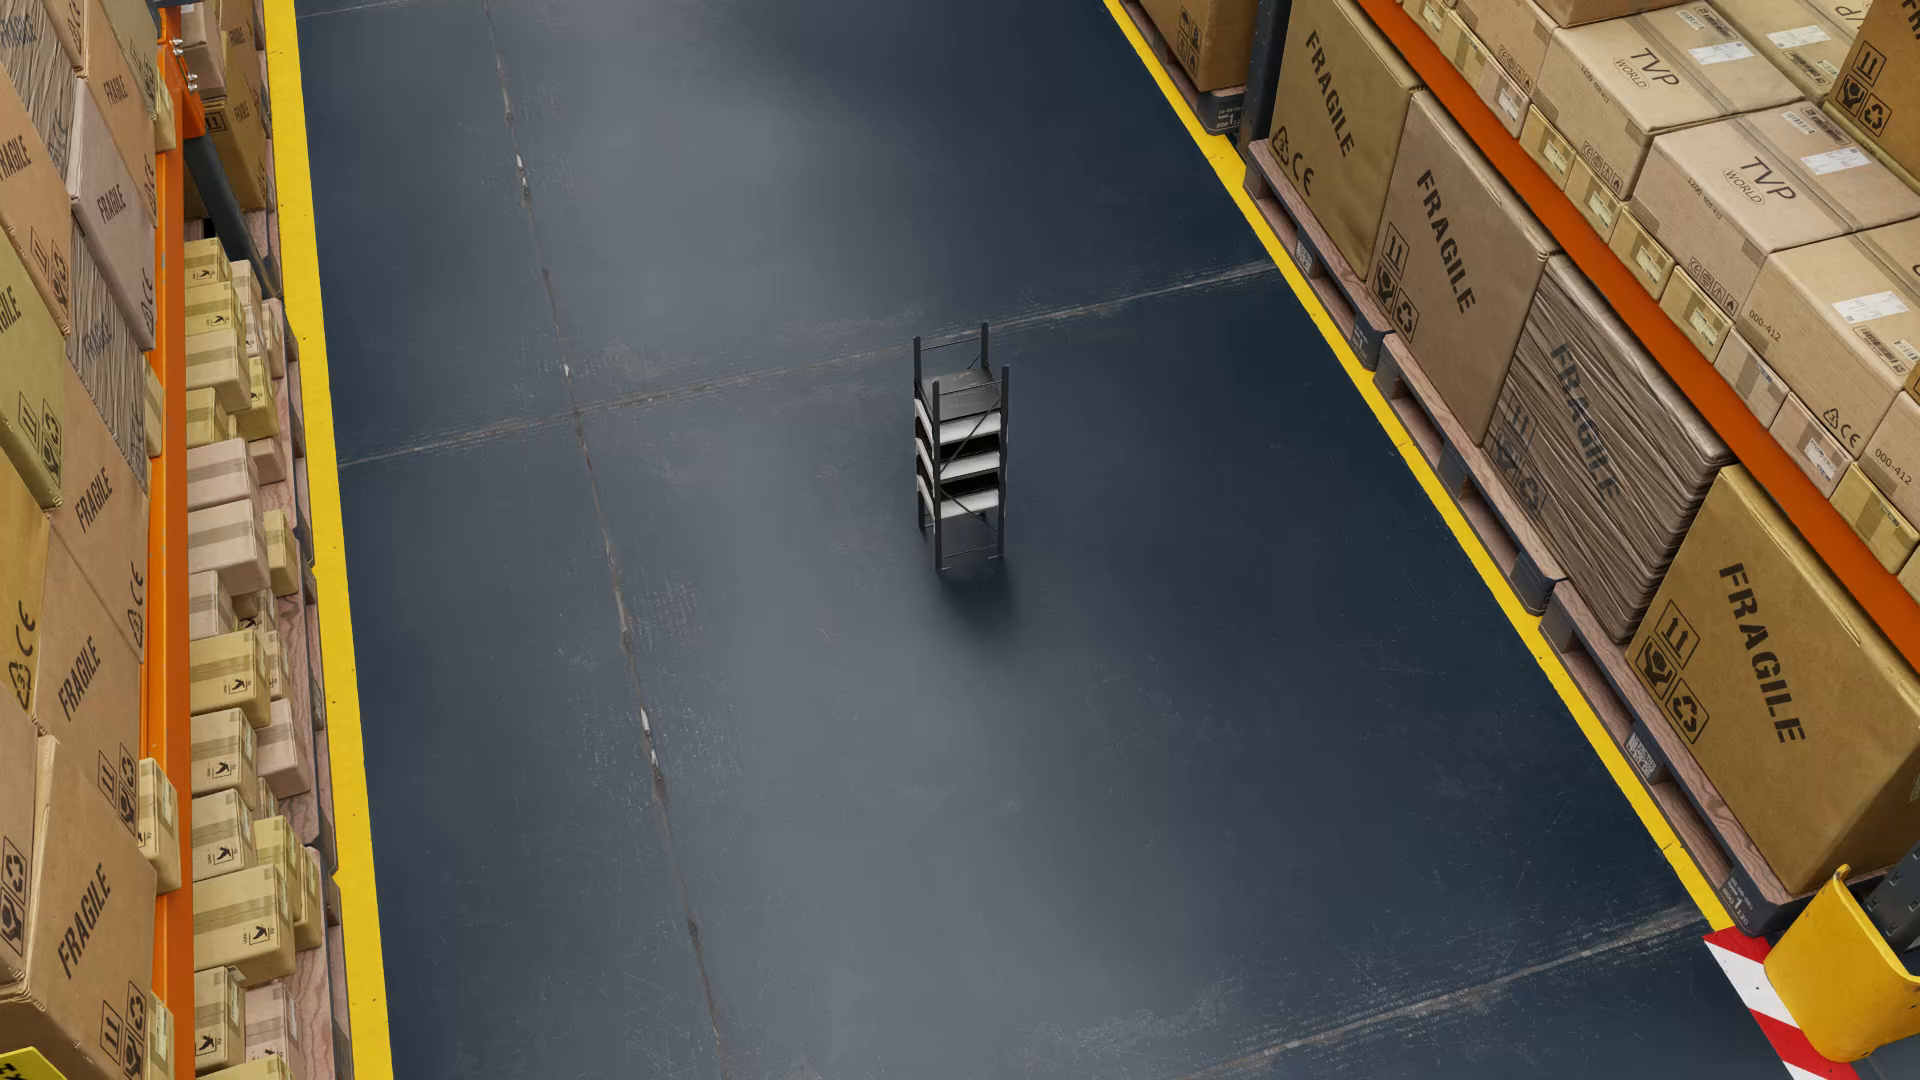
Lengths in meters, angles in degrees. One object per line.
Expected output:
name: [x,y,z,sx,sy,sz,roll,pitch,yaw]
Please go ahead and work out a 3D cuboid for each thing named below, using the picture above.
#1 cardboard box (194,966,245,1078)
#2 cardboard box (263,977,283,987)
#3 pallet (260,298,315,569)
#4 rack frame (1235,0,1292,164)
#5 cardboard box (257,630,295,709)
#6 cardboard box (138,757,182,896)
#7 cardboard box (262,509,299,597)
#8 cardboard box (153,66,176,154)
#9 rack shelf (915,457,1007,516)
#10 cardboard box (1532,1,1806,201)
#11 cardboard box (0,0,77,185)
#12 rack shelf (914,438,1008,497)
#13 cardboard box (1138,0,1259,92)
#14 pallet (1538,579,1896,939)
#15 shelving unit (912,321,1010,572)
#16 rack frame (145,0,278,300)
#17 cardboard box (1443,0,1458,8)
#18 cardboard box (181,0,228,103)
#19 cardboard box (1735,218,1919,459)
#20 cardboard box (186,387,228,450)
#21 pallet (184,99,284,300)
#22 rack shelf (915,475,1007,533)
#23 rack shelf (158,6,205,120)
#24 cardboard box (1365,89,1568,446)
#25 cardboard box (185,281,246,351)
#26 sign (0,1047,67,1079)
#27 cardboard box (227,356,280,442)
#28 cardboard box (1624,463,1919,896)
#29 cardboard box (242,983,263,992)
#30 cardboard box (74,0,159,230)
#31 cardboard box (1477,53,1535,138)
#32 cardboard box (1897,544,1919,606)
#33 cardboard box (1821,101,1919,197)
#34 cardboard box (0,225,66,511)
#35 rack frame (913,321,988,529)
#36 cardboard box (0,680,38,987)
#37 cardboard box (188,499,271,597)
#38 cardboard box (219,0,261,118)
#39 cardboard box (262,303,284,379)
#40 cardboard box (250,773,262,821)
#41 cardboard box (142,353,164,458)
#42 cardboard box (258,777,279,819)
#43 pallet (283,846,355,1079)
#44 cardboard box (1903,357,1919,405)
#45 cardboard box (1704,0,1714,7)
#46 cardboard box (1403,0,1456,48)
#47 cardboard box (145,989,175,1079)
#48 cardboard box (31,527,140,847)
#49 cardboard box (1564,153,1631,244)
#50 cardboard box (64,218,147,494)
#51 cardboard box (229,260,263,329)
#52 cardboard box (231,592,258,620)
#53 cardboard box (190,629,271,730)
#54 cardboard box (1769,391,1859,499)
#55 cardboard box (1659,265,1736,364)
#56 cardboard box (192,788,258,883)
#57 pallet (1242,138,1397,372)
cardboard box: [-1.928,1.207,3.972,0.380,0.149,0.250,-12,51,-10]
cardboard box: [-1.985,1.225,4.346,0.380,0.149,0.250,-13,51,-11]
pallet: [-2.851,-0.292,5.858,1.003,0.211,1.213,-13,51,-11]
rack frame: [1.684,-2.721,6.082,1.000,3.000,0.127,-13,51,-11]
cardboard box: [-2.220,0.450,4.998,0.380,0.149,0.250,-13,51,-11]
cardboard box: [-1.827,0.634,3.418,0.380,0.149,0.250,-15,51,-12]
cardboard box: [-2.336,0.076,5.314,0.380,0.149,0.250,-13,51,-11]
cardboard box: [-2.595,-1.273,5.025,0.380,0.149,0.250,-15,51,-12]
rack shelf: [0.002,-0.205,5.495,0.258,0.077,0.200,-13,51,-11]
cardboard box: [2.012,-1.262,4.756,0.500,0.250,0.500,-13,51,-11]
cardboard box: [-2.390,-1.088,3.791,0.500,0.500,0.500,-12,51,-10]
rack shelf: [0.002,-0.263,5.426,0.258,0.077,0.200,-13,51,-11]
cardboard box: [1.476,-2.634,7.124,1.225,0.875,0.875,-13,51,-11]
pallet: [2.556,0.533,5.162,1.003,0.211,1.213,-13,51,-11]
shelving unit: [0.002,-0.284,5.401,0.258,0.900,0.210,-13,51,-11]
rack frame: [-3.084,-1.673,5.198,1.000,3.000,0.127,-13,51,-11]
cardboard box: [1.715,-2.001,5.379,0.500,0.250,0.500,-14,51,-11]
cardboard box: [-3.050,-1.844,6.212,0.500,0.250,0.500,-15,52,-13]
cardboard box: [2.321,-0.511,4.123,0.500,0.250,0.500,-14,51,-12]
cardboard box: [-2.534,-0.315,5.255,0.380,0.149,0.250,-12,51,-10]
pallet: [-3.315,-1.342,6.744,1.003,0.211,1.213,-13,51,-11]
rack shelf: [0.002,-0.147,5.564,0.258,0.077,0.200,-13,51,-11]
rack shelf: [-3.675,-2.902,6.705,1.077,0.370,4.000,-13,51,-11]
cardboard box: [2.069,-1.014,5.758,0.875,0.875,0.875,-13,51,-11]
cardboard box: [-2.616,-0.702,5.581,0.380,0.149,0.250,-13,51,-11]
sign: [-1.382,0.847,2.508,0.100,0.325,0.005,-13,51,-11]
cardboard box: [-2.499,-0.441,5.555,0.380,0.149,0.250,-15,51,-12]
cardboard box: [2.602,0.301,4.649,0.875,0.875,0.875,-13,51,-11]
cardboard box: [-1.994,1.124,4.236,0.380,0.149,0.250,-13,51,-11]
cardboard box: [-2.518,-1.132,4.483,0.500,0.500,0.500,-15,51,-12]
cardboard box: [1.838,-1.402,5.134,0.380,0.149,0.250,-13,51,-11]
cardboard box: [2.447,0.096,3.871,0.380,0.149,0.250,-12,51,-10]
cardboard box: [2.678,-1.004,4.538,0.500,0.250,0.500,-15,51,-12]
cardboard box: [-2.068,-0.342,3.162,0.500,0.500,0.500,-14,51,-12]
rack frame: [-0.028,-0.358,5.464,0.240,0.900,0.006,-13,51,-11]
cardboard box: [-1.780,0.410,2.528,0.500,0.500,0.500,-14,51,-11]
cardboard box: [-2.274,0.056,4.942,0.380,0.149,0.250,-15,51,-12]
cardboard box: [-3.207,-1.988,6.824,0.500,0.500,0.500,-11,51,-9]
cardboard box: [-2.642,-0.680,5.951,0.380,0.149,0.250,-13,51,-11]
cardboard box: [-2.136,0.740,4.560,0.380,0.149,0.250,-16,52,-13]
cardboard box: [-2.244,-0.311,4.214,0.380,0.149,0.250,-12,51,-10]
cardboard box: [-2.123,0.848,4.663,0.380,0.149,0.250,-13,51,-11]
pallet: [-2.130,1.490,4.355,1.003,0.211,1.213,-13,51,-11]
cardboard box: [2.472,-0.385,3.526,0.500,0.500,0.500,-13,51,-11]
cardboard box: [2.372,-1.755,5.171,0.500,0.250,0.500,-12,51,-10]
cardboard box: [1.690,-1.773,5.447,0.380,0.149,0.250,-15,51,-12]
cardboard box: [-1.683,1.019,3.094,0.380,0.149,0.250,-14,51,-11]
cardboard box: [-1.952,0.345,3.237,0.500,0.500,0.500,-13,51,-11]
cardboard box: [1.996,-1.020,4.813,0.380,0.149,0.250,-12,51,-10]
cardboard box: [-2.242,-0.387,3.854,0.500,0.500,0.500,-15,51,-12]
cardboard box: [-2.687,-0.827,5.881,0.380,0.149,0.250,-12,51,-10]
cardboard box: [-2.364,0.147,5.060,0.380,0.149,0.250,-16,52,-13]
cardboard box: [-2.139,0.424,4.631,0.380,0.149,0.250,-13,51,-10]
cardboard box: [2.295,-0.278,4.187,0.380,0.149,0.250,-13,51,-11]
cardboard box: [2.144,-0.649,4.500,0.380,0.149,0.250,-14,51,-12]
cardboard box: [-2.032,0.831,4.288,0.380,0.149,0.250,-16,52,-13]
pallet: [1.835,-1.249,6.665,1.003,0.211,1.213,-13,51,-11]
